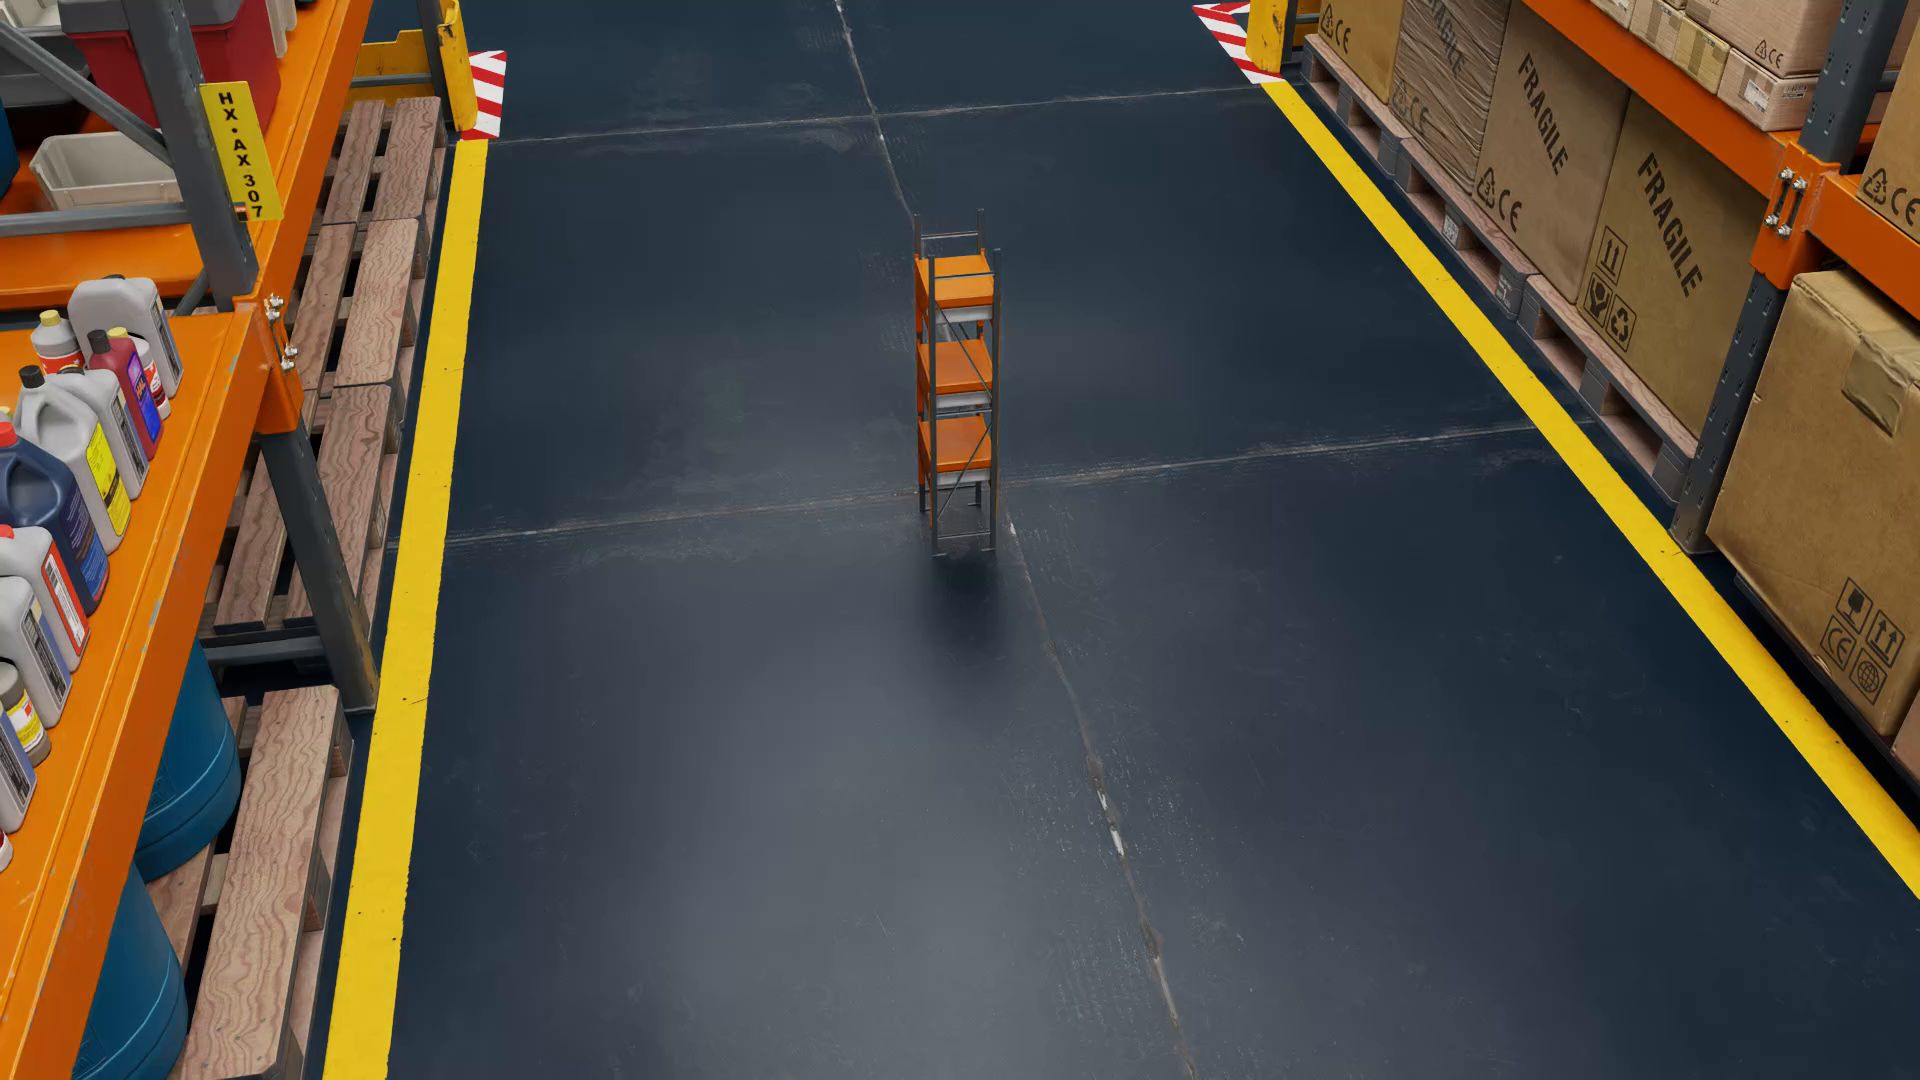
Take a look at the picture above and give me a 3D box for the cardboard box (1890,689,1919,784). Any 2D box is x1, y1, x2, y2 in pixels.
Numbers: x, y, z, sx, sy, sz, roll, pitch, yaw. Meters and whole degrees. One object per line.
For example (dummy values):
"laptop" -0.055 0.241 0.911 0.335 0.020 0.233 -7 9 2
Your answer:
"cardboard box" 3.036 0.376 3.711 1.225 0.875 0.875 -7 38 -10

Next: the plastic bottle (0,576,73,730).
"plastic bottle" -1.566 0.170 2.687 0.152 0.276 0.135 -6 38 -8

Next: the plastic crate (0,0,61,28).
"plastic crate" -2.731 -1.627 5.066 0.293 0.136 0.466 -6 38 -8

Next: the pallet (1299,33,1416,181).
"pallet" 2.263 -2.061 7.731 1.003 0.211 1.213 -6 38 -8

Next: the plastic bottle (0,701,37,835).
"plastic bottle" -1.525 0.310 2.507 0.152 0.276 0.135 -6 38 -8

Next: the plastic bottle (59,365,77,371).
"plastic bottle" -1.731 -0.253 3.292 0.097 0.201 0.097 0 38 0

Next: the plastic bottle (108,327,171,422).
"plastic bottle" -1.695 -0.340 3.404 0.097 0.201 0.097 0 38 0

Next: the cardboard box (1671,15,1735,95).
"cardboard box" 2.325 -1.427 4.846 0.380 0.149 0.250 -6 38 -7

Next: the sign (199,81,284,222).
"sign" -1.588 -0.856 3.681 0.100 0.325 0.005 -6 38 -8

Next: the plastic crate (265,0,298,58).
"plastic crate" -2.216 -1.607 4.922 0.437 0.282 0.530 -6 38 -8

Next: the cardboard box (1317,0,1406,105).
"cardboard box" 2.236 -2.586 7.523 0.875 0.875 0.875 -6 38 -8

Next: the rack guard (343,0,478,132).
"rack guard" -2.848 -2.130 7.585 1.175 0.500 0.348 -6 38 -8

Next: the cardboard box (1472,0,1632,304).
"cardboard box" 2.552 -1.499 6.124 0.875 0.875 0.875 -6 38 -8

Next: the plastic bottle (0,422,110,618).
"plastic bottle" -1.614 -0.037 2.893 0.144 0.351 0.185 -6 38 -8

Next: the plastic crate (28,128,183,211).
"plastic crate" -2.070 -0.904 4.135 0.396 0.136 0.243 -6 38 -8

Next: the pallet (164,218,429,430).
"pallet" -2.514 -0.766 6.063 1.003 0.211 1.213 -6 38 -8

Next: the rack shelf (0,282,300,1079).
"rack shelf" -1.779 0.804 2.357 1.077 0.370 4.000 -6 38 -8

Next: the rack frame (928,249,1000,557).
"rack frame" 0.012 -0.373 4.875 0.200 1.050 0.008 -6 38 -8

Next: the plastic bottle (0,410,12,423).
"plastic bottle" -1.788 -0.133 3.017 0.144 0.351 0.185 -6 38 -8

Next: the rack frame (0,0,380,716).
"rack frame" -2.129 -0.688 3.691 1.000 3.000 0.127 -6 38 -8

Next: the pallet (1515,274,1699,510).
"pallet" 2.690 -0.588 5.834 1.003 0.211 1.213 -6 38 -8

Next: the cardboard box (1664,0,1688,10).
"cardboard box" 2.318 -1.830 5.041 0.500 0.250 0.500 -5 38 -7

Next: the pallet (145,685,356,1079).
"pallet" -2.035 0.883 3.941 1.003 0.211 1.213 -6 38 -8

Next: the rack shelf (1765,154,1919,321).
"rack shelf" 3.097 0.271 3.043 1.077 0.370 4.000 -6 38 -8

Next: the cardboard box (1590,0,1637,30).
"cardboard box" 2.236 -1.737 5.245 0.380 0.149 0.250 -6 38 -7

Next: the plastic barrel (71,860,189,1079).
"plastic barrel" -1.927 0.732 3.230 0.600 0.901 0.708 -6 38 -8

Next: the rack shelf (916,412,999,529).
"rack shelf" -0.009 -0.219 5.147 0.215 0.259 0.240 -6 38 -8

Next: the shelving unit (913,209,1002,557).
"shelving unit" -0.009 -0.447 4.970 0.215 1.050 0.252 -6 38 -8

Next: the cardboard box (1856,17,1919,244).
"cardboard box" 2.581 -0.956 3.954 0.500 0.500 0.500 -6 38 -8

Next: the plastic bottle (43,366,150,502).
"plastic bottle" -1.678 -0.216 3.184 0.152 0.276 0.135 -6 38 -8

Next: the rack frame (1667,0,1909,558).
"rack frame" 2.747 -1.221 4.377 1.000 3.000 0.127 -6 38 -8
